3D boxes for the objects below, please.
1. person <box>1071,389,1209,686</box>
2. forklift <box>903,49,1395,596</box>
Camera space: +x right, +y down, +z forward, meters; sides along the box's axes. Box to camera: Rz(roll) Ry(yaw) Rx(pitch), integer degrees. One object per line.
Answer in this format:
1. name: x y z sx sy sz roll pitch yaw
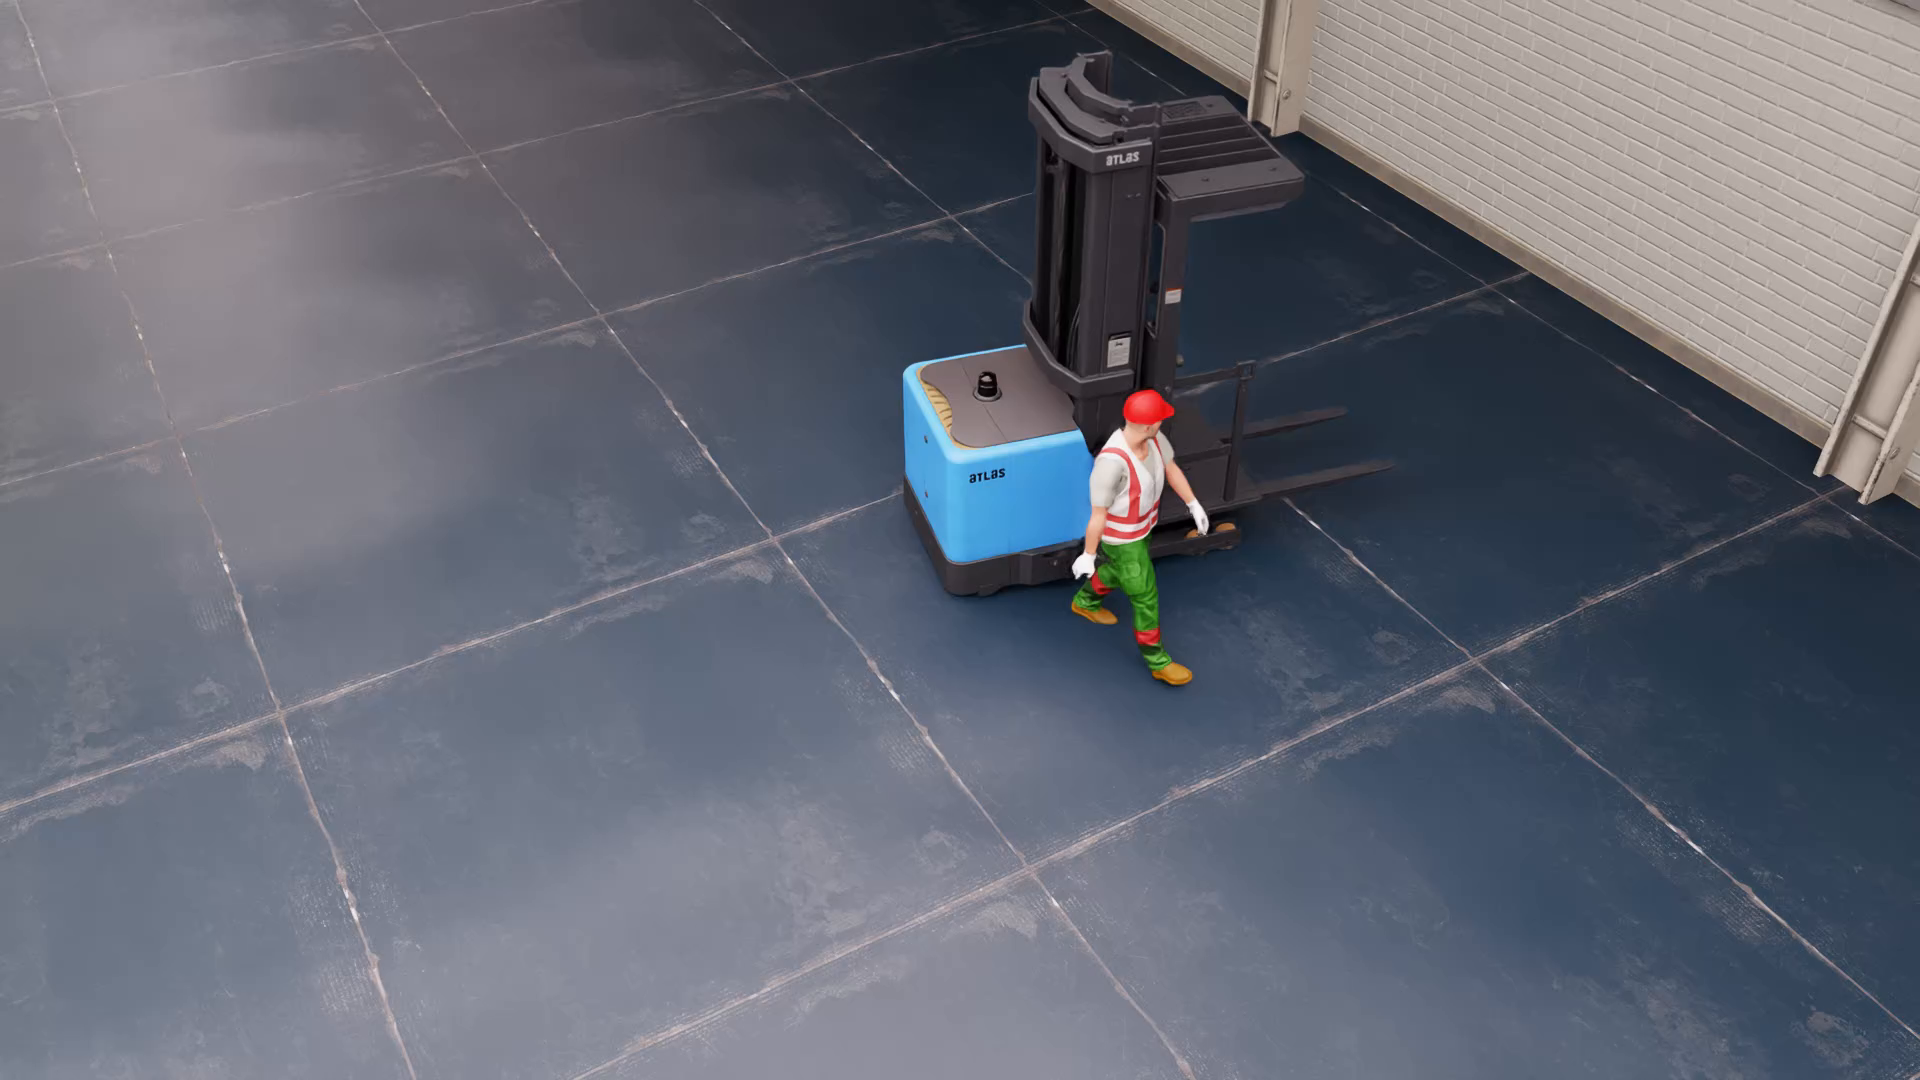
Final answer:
1. person: 0.969 -0.012 9.016 0.902 1.741 0.712 20 44 22
2. forklift: 1.222 -1.342 9.654 3.031 2.935 1.130 -12 41 -14
